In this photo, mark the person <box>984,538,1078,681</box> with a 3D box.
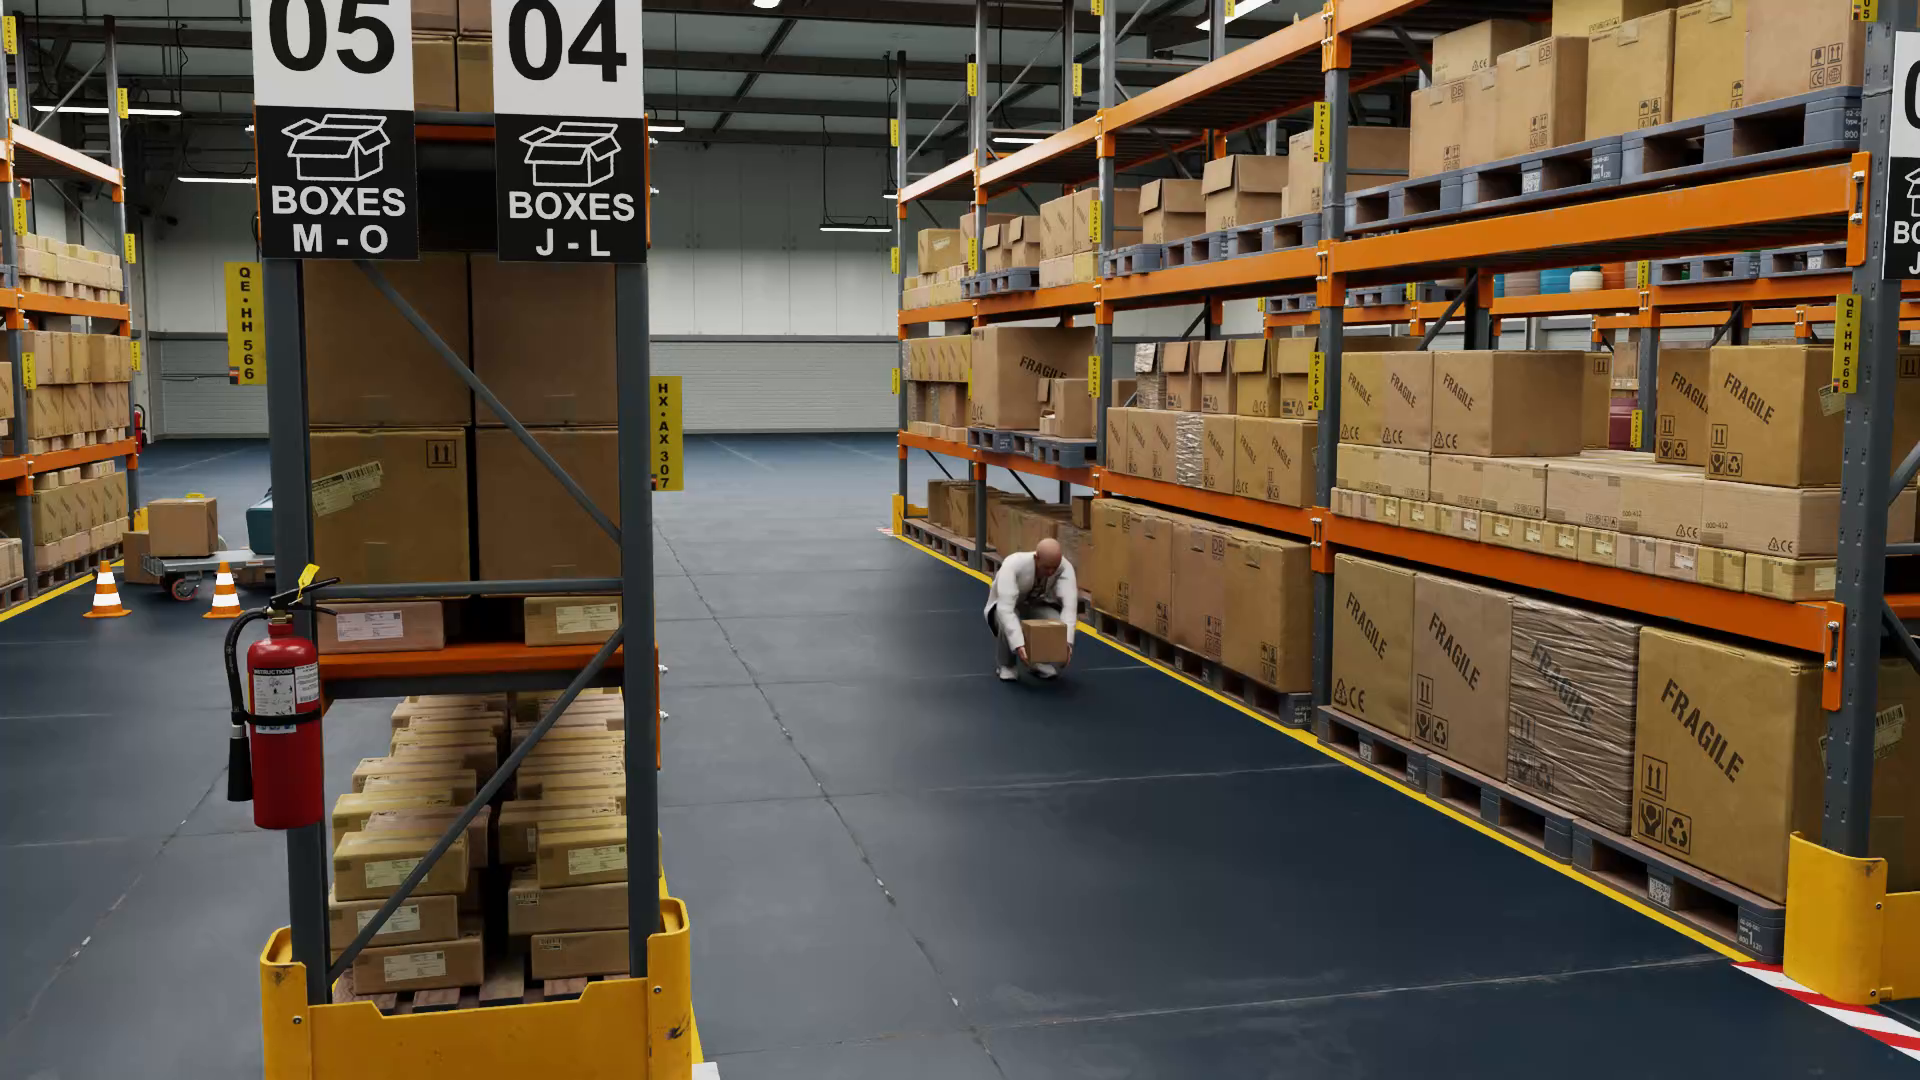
[{"bbox_3d":[0.482,0.459,11.277,0.603,0.995,0.909,-1,6,-14],"label":"person"}]
